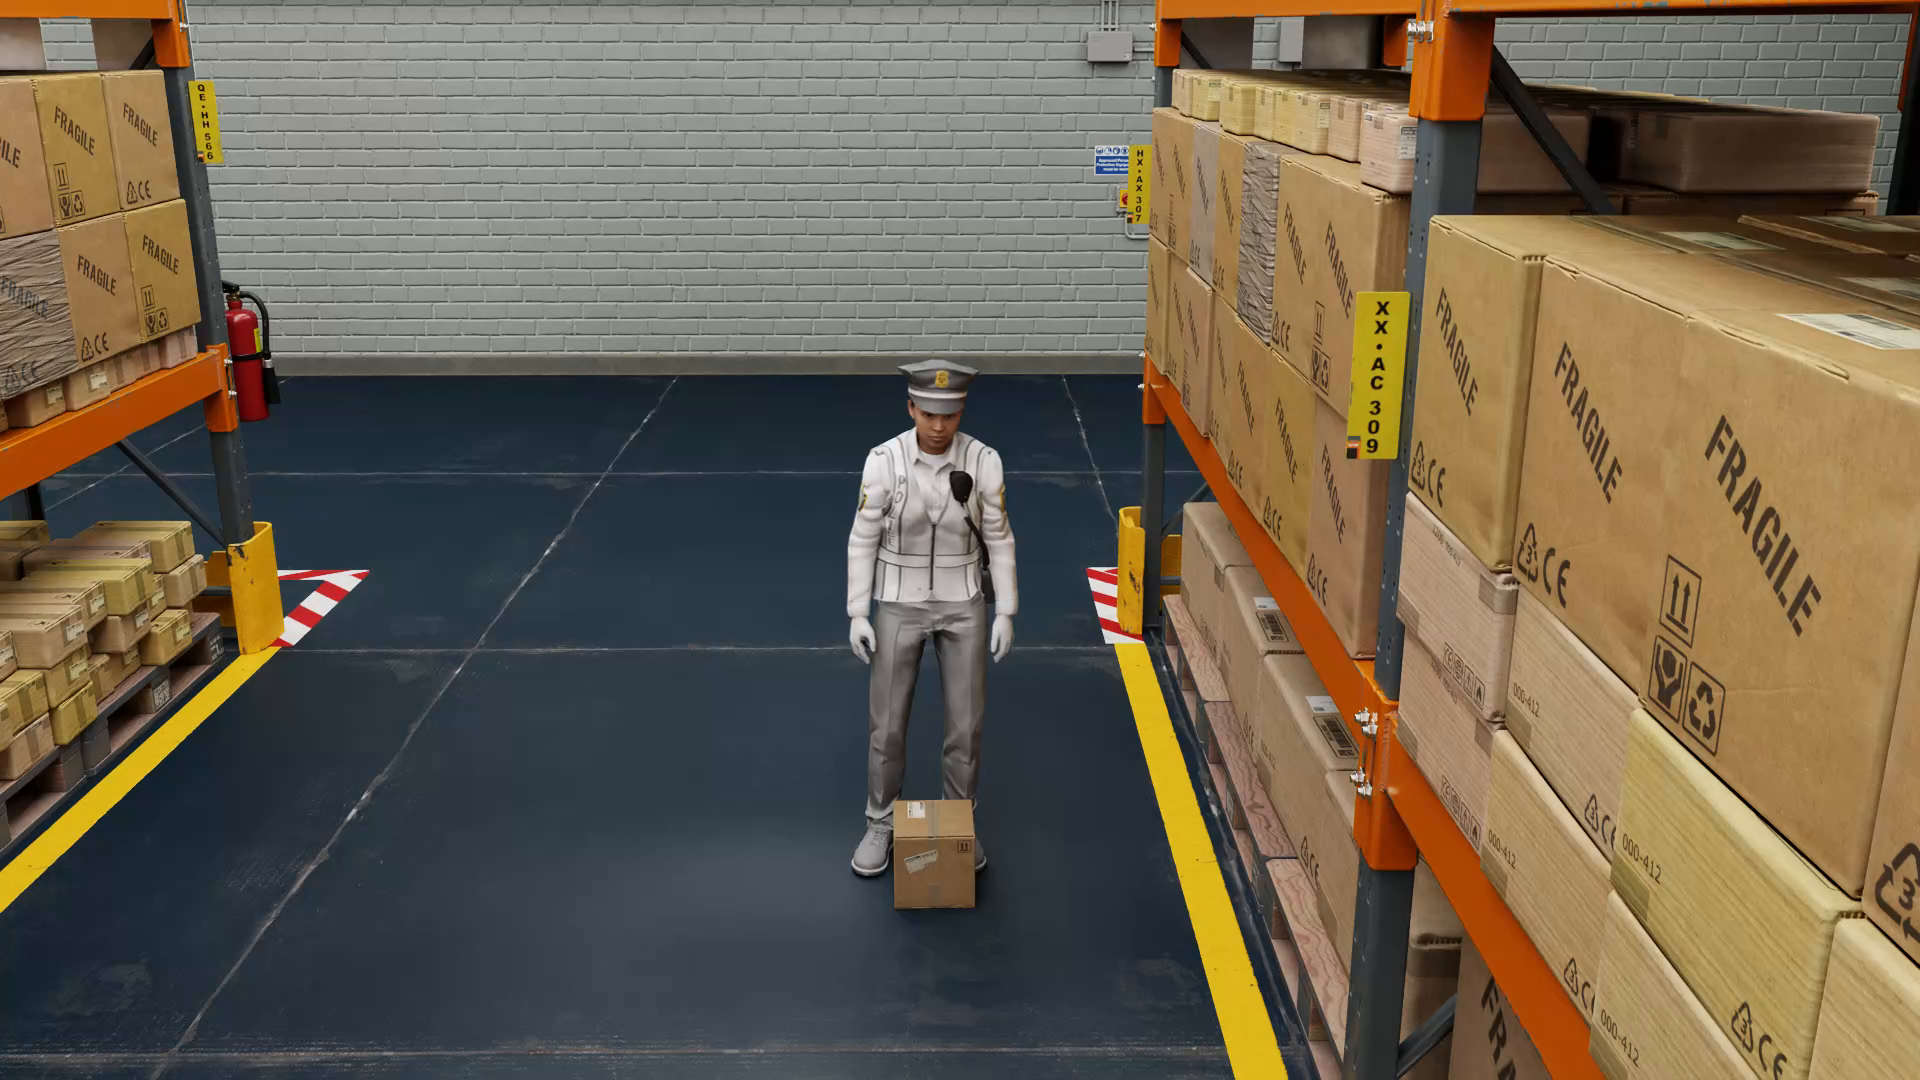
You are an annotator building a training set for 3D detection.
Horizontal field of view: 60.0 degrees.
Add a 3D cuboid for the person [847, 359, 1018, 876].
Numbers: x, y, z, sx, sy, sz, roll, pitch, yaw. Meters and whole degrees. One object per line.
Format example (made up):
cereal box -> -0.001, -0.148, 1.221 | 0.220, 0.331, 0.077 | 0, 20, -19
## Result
person -> -0.086, 0.243, 5.258 | 0.542, 1.664, 0.371 | -1, 17, -3
